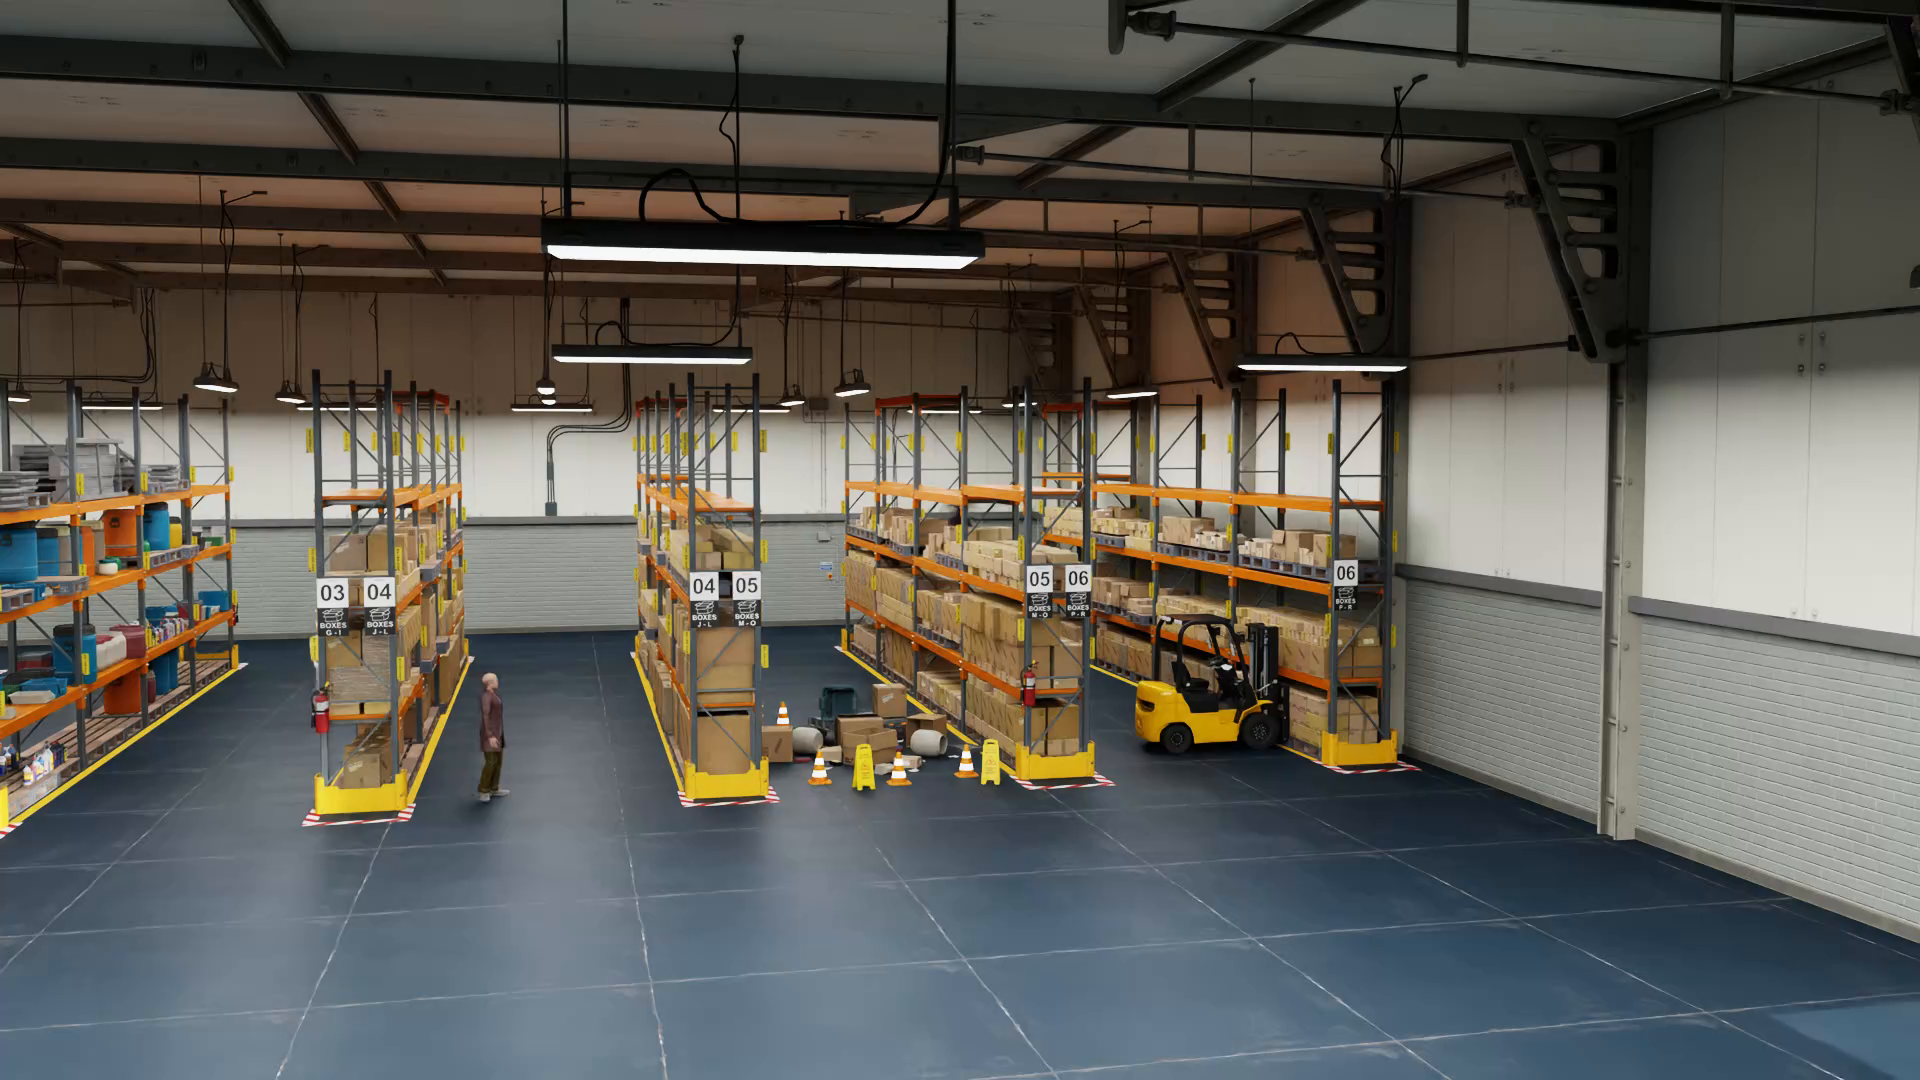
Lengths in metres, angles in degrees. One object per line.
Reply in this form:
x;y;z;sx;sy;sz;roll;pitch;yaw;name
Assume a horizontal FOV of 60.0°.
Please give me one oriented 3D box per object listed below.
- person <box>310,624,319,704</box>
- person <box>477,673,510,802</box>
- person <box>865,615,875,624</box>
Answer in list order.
-11.856;2.350;31.144;0.625;1.710;0.829;-3;4;-42;person
-6.631;2.779;23.546;0.415;1.812;0.660;0;3;3;person
-2.382;1.577;43.779;0.524;1.789;0.554;-2;4;-32;person
